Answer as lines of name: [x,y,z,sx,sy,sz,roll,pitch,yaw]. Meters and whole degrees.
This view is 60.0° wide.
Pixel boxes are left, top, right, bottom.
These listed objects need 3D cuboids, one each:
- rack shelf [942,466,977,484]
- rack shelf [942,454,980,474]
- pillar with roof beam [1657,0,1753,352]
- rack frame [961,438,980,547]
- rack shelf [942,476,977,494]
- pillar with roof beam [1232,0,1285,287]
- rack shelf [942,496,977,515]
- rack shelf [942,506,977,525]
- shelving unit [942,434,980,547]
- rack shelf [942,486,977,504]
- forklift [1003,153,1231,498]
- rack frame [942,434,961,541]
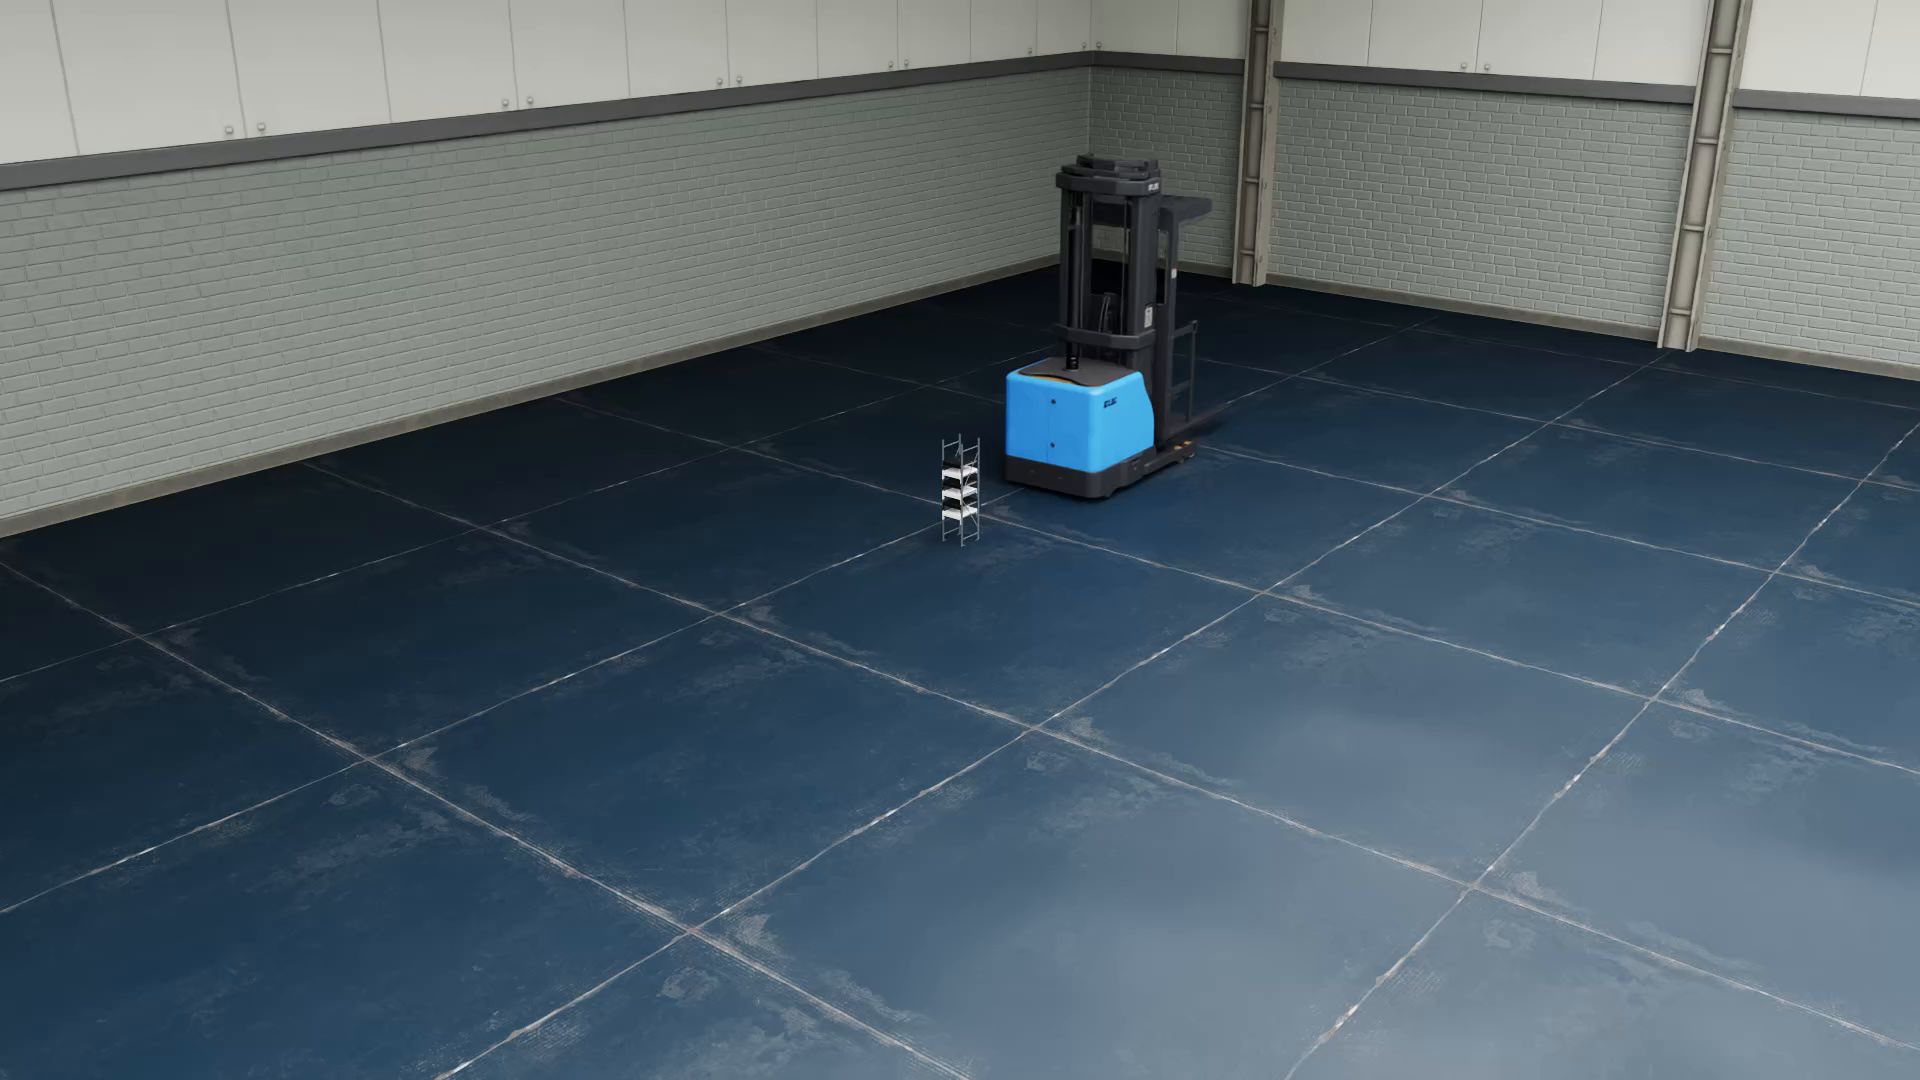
rack shelf: [0.006,-0.556,13.953,0.200,0.077,0.258,16,26,36]
rack shelf: [0.006,-0.641,13.921,0.200,0.077,0.258,16,26,36]
pillar with roof beam: [6.098,-5.403,15.742,0.400,9.000,9.100,16,26,36]
rack frame: [0.085,-0.397,13.944,0.006,0.900,0.240,16,26,36]
rack shelf: [0.006,-0.472,13.985,0.200,0.077,0.258,16,26,36]
pillar with roof beam: [1.449,-6.742,19.292,0.400,9.000,9.100,16,26,36]
rack shelf: [0.006,-0.304,14.048,0.200,0.077,0.258,16,26,36]
rack shelf: [0.006,-0.220,14.080,0.200,0.077,0.258,16,26,36]
shelving unit: [0.006,-0.419,14.005,0.210,0.900,0.258,16,26,36]
rack shelf: [0.006,-0.388,14.016,0.200,0.077,0.258,16,26,36]
forklift: [1.668,-2.207,15.868,1.130,2.935,3.031,14,25,33]
rack frame: [-0.072,-0.442,14.065,0.006,0.900,0.240,16,26,36]
